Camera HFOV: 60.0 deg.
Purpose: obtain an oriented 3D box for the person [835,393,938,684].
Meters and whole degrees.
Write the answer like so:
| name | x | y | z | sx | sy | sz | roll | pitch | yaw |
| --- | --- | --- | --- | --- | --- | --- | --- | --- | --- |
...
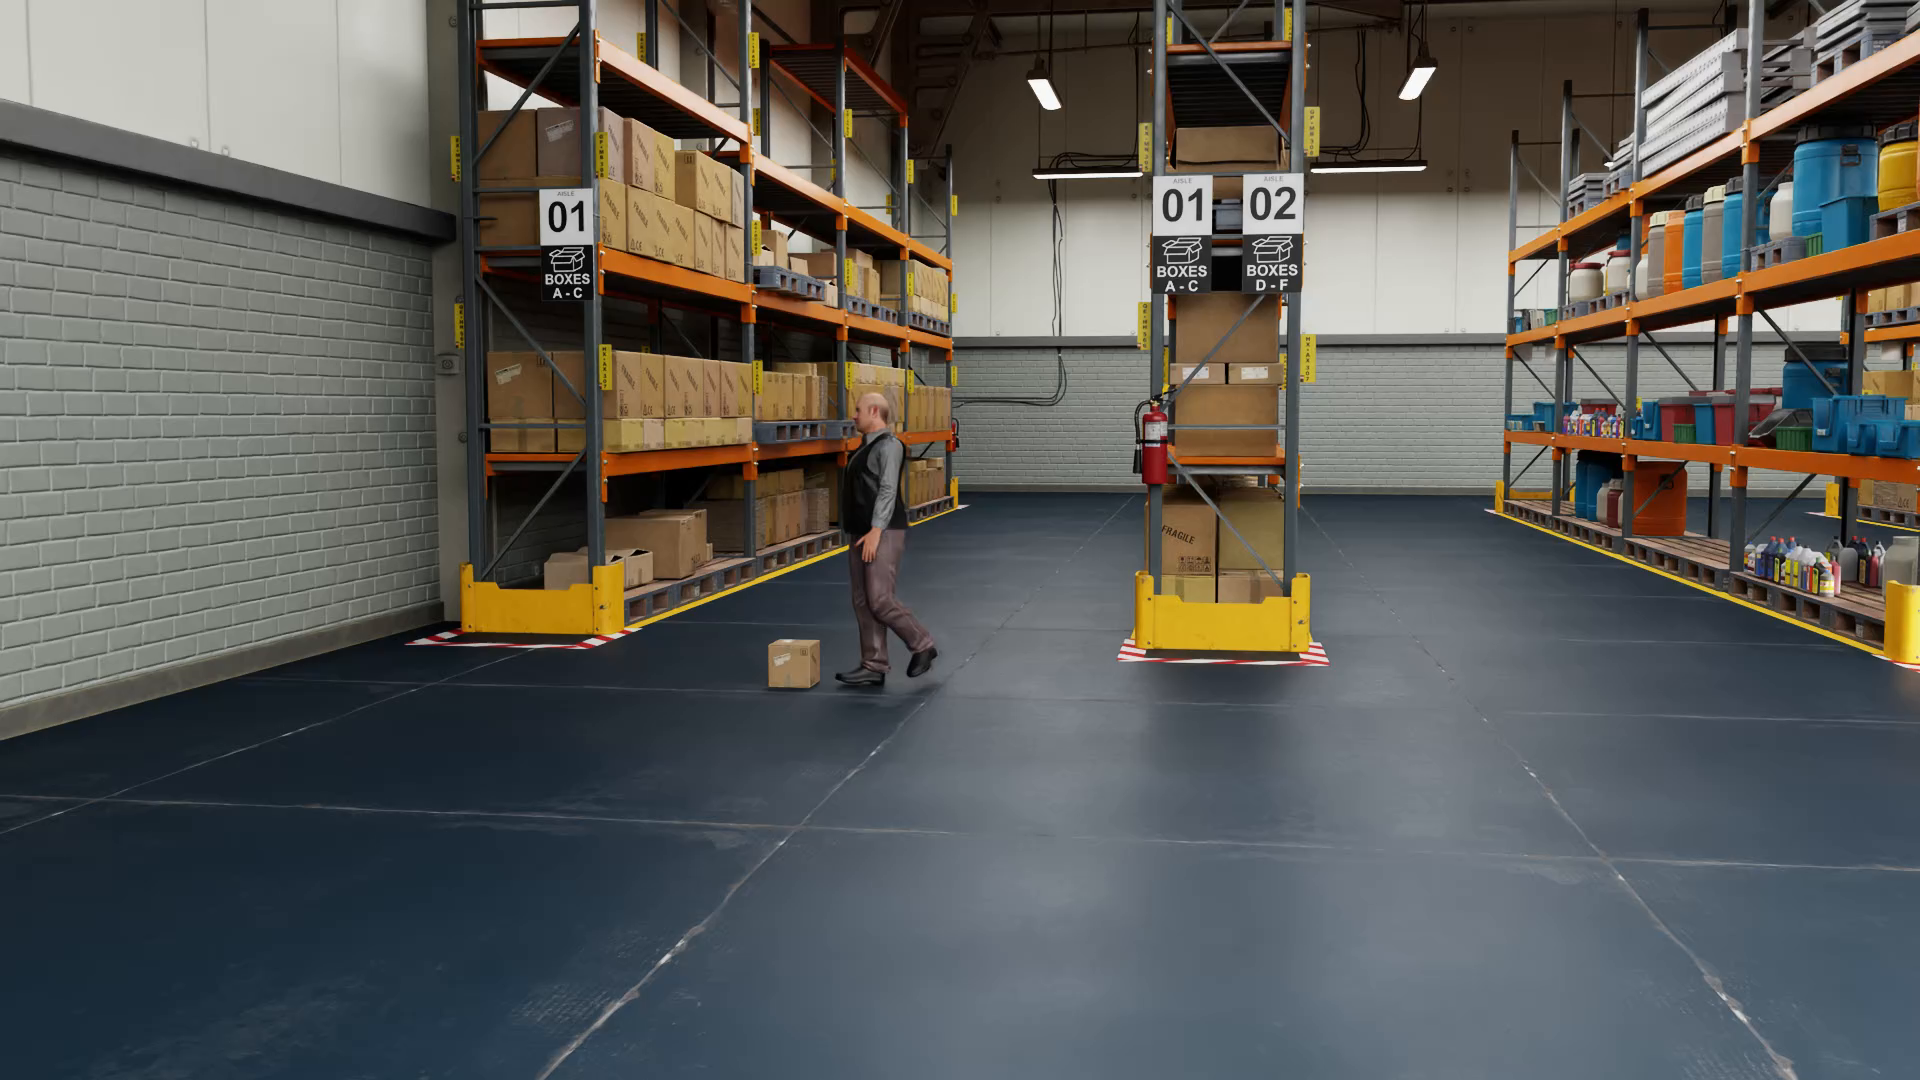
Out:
| name | x | y | z | sx | sy | sz | roll | pitch | yaw |
| --- | --- | --- | --- | --- | --- | --- | --- | --- | --- |
| person | -0.458 | 0.033 | 9.841 | 0.584 | 1.622 | 0.567 | -2 | 5 | -24 |
